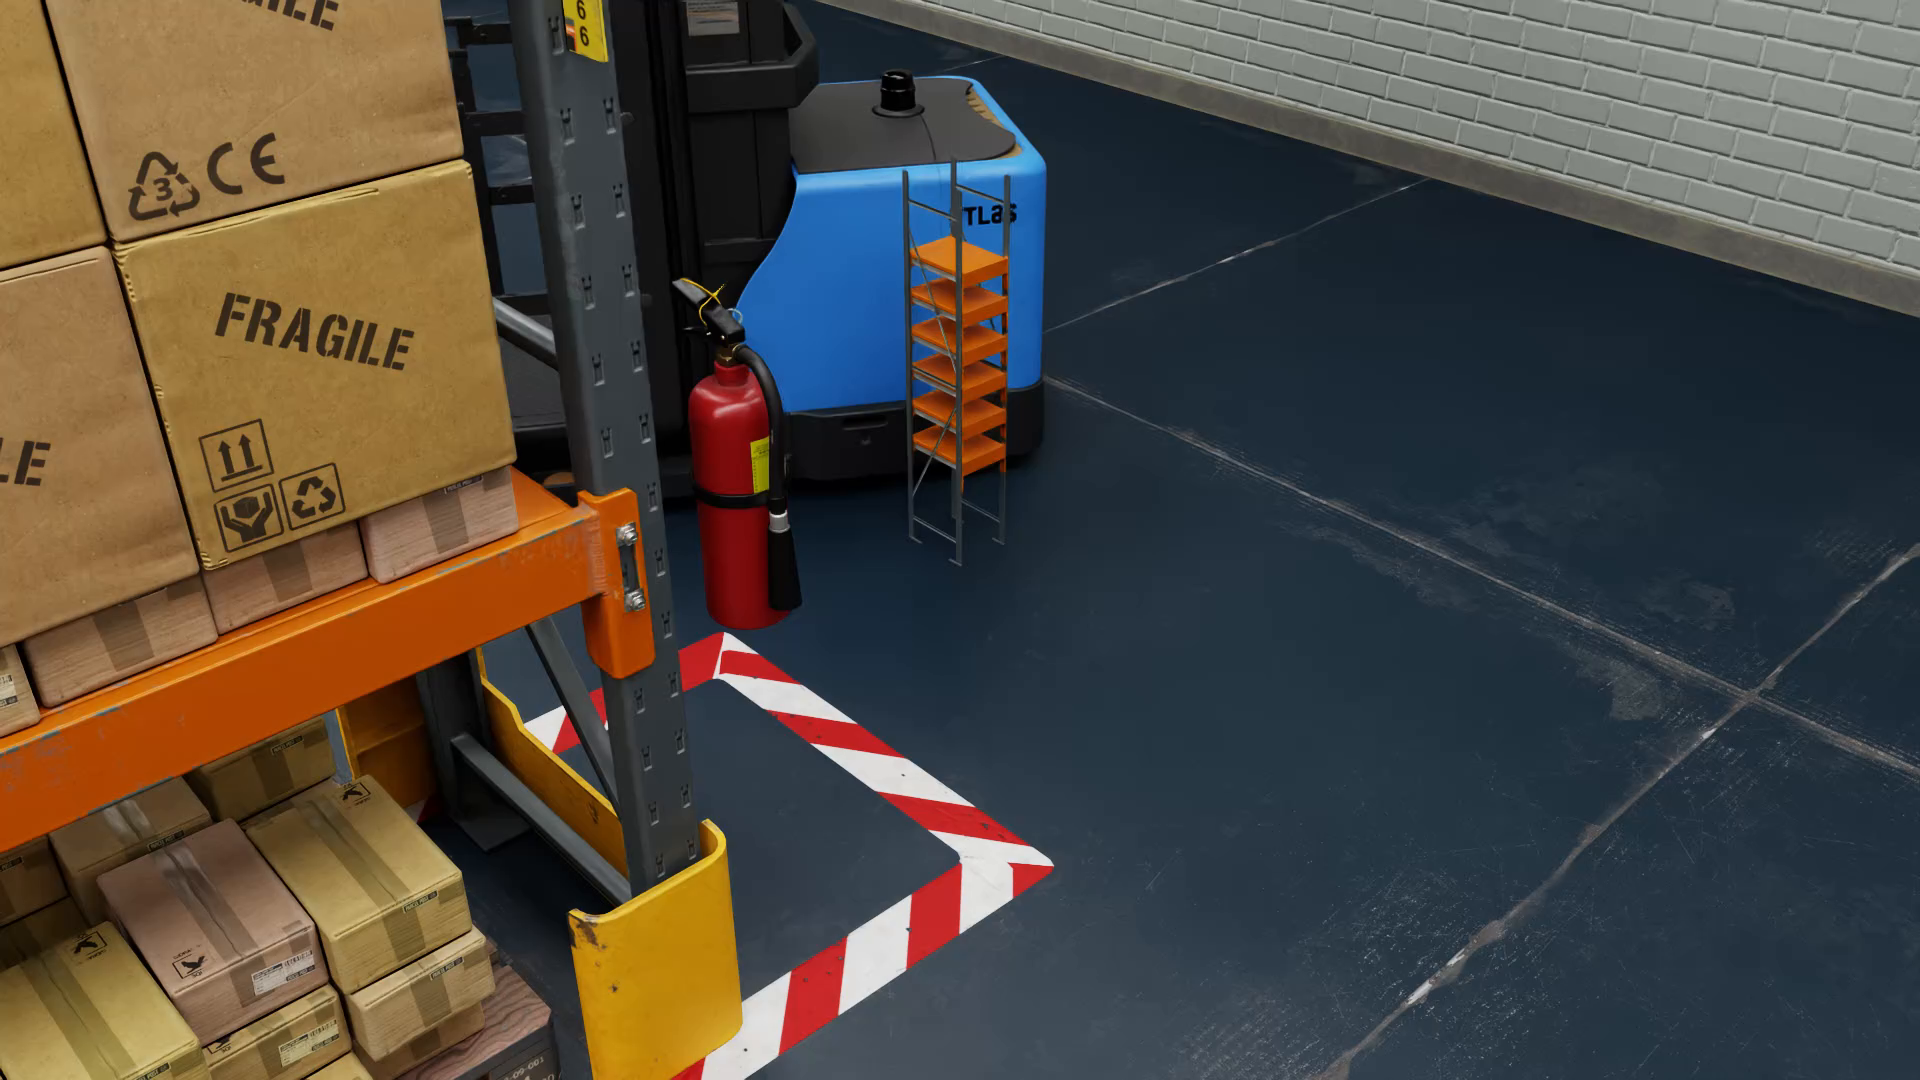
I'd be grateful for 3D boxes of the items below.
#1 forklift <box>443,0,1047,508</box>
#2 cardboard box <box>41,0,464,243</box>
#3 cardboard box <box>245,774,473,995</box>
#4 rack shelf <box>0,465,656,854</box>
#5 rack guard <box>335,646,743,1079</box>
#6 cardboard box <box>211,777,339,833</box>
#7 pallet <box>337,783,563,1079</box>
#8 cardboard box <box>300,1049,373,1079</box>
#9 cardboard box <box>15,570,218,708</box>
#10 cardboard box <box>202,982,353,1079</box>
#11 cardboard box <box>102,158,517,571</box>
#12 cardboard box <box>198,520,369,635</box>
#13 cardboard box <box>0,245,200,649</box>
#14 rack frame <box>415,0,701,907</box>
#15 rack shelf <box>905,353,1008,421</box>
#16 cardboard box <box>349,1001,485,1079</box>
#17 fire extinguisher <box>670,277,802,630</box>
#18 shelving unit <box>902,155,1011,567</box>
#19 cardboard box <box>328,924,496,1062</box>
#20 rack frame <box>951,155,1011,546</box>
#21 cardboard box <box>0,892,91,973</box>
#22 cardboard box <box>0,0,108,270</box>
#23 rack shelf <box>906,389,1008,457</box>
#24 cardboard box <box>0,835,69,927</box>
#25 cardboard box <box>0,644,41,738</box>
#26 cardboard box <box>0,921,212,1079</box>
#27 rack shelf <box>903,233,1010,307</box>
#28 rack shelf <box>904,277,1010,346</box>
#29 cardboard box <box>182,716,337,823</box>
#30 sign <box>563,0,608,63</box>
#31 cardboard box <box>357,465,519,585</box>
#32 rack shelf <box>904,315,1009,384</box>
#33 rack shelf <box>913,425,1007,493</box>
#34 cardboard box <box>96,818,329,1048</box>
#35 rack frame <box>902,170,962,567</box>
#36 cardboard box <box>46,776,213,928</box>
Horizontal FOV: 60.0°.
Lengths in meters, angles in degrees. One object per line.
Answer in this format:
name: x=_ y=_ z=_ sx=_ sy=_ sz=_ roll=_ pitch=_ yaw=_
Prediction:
forklift: x=-1.290 y=-1.578 z=5.022 sx=3.031 sy=2.935 sz=1.130 roll=-7 pitch=32 yaw=-11
cardboard box: x=-1.072 y=-0.774 z=2.301 sx=0.500 sy=0.500 sz=0.500 roll=-27 pitch=40 yaw=-36
cardboard box: x=-1.121 y=0.633 z=3.100 sx=0.250 sy=0.149 sz=0.380 roll=-25 pitch=40 yaw=-35
rack shelf: x=-2.372 y=0.581 z=2.114 sx=4.000 sy=0.370 sz=1.077 roll=-26 pitch=40 yaw=-35
rack guard: x=-0.961 y=0.658 z=3.695 sx=0.348 sy=0.500 sz=1.175 roll=-26 pitch=40 yaw=-35
cardboard box: x=-1.464 y=0.562 z=3.500 sx=0.250 sy=0.149 sz=0.380 roll=-24 pitch=39 yaw=-34
pallet: x=-1.581 y=1.056 z=3.321 sx=1.213 sy=0.211 sz=1.003 roll=-26 pitch=40 yaw=-35
cardboard box: x=-1.269 y=0.998 z=3.072 sx=0.250 sy=0.149 sz=0.380 roll=-24 pitch=39 yaw=-34
cardboard box: x=-1.334 y=0.064 z=2.511 sx=0.250 sy=0.149 sz=0.380 roll=-26 pitch=40 yaw=-36
cardboard box: x=-1.327 y=0.843 z=3.041 sx=0.250 sy=0.149 sz=0.380 roll=-27 pitch=40 yaw=-36
cardboard box: x=-1.060 y=-0.347 z=2.561 sx=0.500 sy=0.500 sz=0.500 roll=-25 pitch=39 yaw=-35
cardboard box: x=-1.160 y=-0.031 z=2.665 sx=0.250 sy=0.149 sz=0.380 roll=-26 pitch=40 yaw=-36
cardboard box: x=-1.441 y=-0.166 z=2.266 sx=0.500 sy=0.500 sz=0.500 roll=-27 pitch=40 yaw=-36
rack frame: x=-0.906 y=-0.435 z=3.087 sx=0.127 sy=3.000 sz=1.000 roll=-26 pitch=40 yaw=-35
rack shelf: x=-0.011 y=-0.469 z=4.952 sx=0.180 sy=0.103 sz=0.258 roll=-26 pitch=40 yaw=-35
cardboard box: x=-1.150 y=0.868 z=3.285 sx=0.250 sy=0.149 sz=0.380 roll=-25 pitch=39 yaw=-35
fire extinguisher: x=-0.407 y=-0.156 z=3.062 sx=0.183 sy=0.674 sz=0.296 roll=-26 pitch=40 yaw=-35
shelving unit: x=-0.011 y=-0.507 z=4.929 sx=0.189 sy=1.200 sz=0.258 roll=-26 pitch=40 yaw=-35
cardboard box: x=-1.099 y=0.771 z=3.159 sx=0.250 sy=0.149 sz=0.380 roll=-27 pitch=41 yaw=-37
rack frame: x=0.056 y=-0.539 z=4.982 sx=0.006 sy=1.200 sz=0.240 roll=-26 pitch=40 yaw=-35
cardboard box: x=-1.823 y=0.759 z=3.179 sx=0.250 sy=0.149 sz=0.380 roll=-25 pitch=39 yaw=-35
cardboard box: x=-1.444 y=-0.594 z=2.007 sx=0.500 sy=0.500 sz=0.500 roll=-27 pitch=41 yaw=-37
rack shelf: x=-0.011 y=-0.366 z=5.014 sx=0.180 sy=0.103 sz=0.258 roll=-26 pitch=40 yaw=-35
cardboard box: x=-1.913 y=0.588 z=3.173 sx=0.250 sy=0.149 sz=0.380 roll=-26 pitch=40 yaw=-36
cardboard box: x=-1.505 y=0.164 z=2.348 sx=0.250 sy=0.149 sz=0.380 roll=-25 pitch=39 yaw=-34
cardboard box: x=-1.448 y=0.840 z=2.760 sx=0.250 sy=0.149 sz=0.380 roll=-27 pitch=40 yaw=-36
rack shelf: x=-0.011 y=-0.776 z=4.764 sx=0.180 sy=0.103 sz=0.258 roll=-26 pitch=40 yaw=-35
rack shelf: x=-0.011 y=-0.674 z=4.827 sx=0.180 sy=0.103 sz=0.258 roll=-26 pitch=40 yaw=-35
cardboard box: x=-1.521 y=0.404 z=3.474 sx=0.380 sy=0.149 sz=0.250 roll=27 pitch=41 yaw=37
sign: x=-0.543 y=-0.845 z=2.343 sx=0.005 sy=0.325 sz=0.100 roll=-26 pitch=40 yaw=-35
cardboard box: x=-0.952 y=-0.104 z=2.786 sx=0.250 sy=0.149 sz=0.380 roll=-26 pitch=40 yaw=-35
rack shelf: x=-0.011 y=-0.571 z=4.889 sx=0.180 sy=0.103 sz=0.258 roll=-26 pitch=40 yaw=-35
rack shelf: x=-0.011 y=-0.264 z=5.077 sx=0.180 sy=0.103 sz=0.258 roll=-26 pitch=40 yaw=-35
cardboard box: x=-1.345 y=0.700 z=2.990 sx=0.250 sy=0.149 sz=0.380 roll=-25 pitch=39 yaw=-35
rack frame: x=-0.078 y=-0.474 z=4.876 sx=0.006 sy=1.200 sz=0.240 roll=-26 pitch=40 yaw=-35
cardboard box: x=-1.641 y=0.548 z=3.239 sx=0.250 sy=0.149 sz=0.380 roll=-25 pitch=39 yaw=-35
